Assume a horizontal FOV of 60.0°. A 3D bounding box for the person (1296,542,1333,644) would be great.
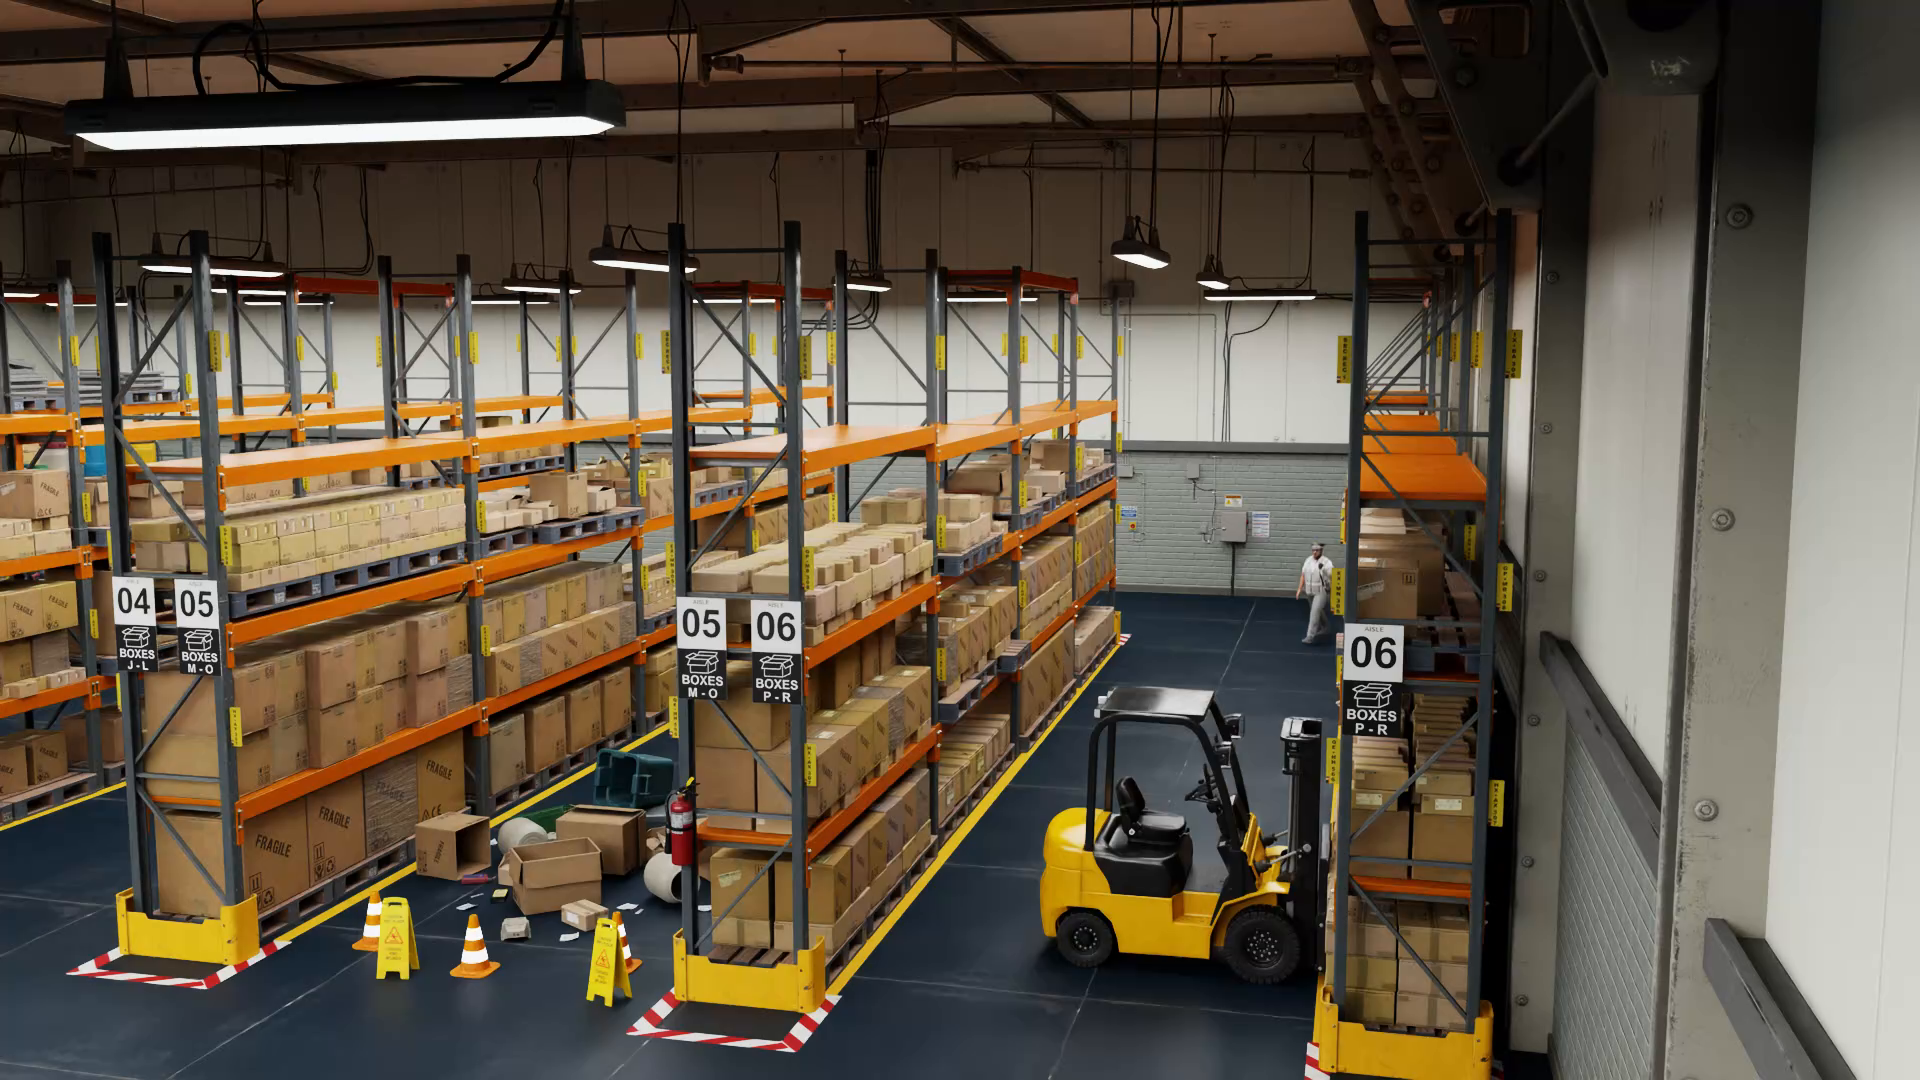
[{"bbox_3d":[6.062,0.859,28.235,1.120,1.702,0.554,-7,10,-43],"label":"person"}]
